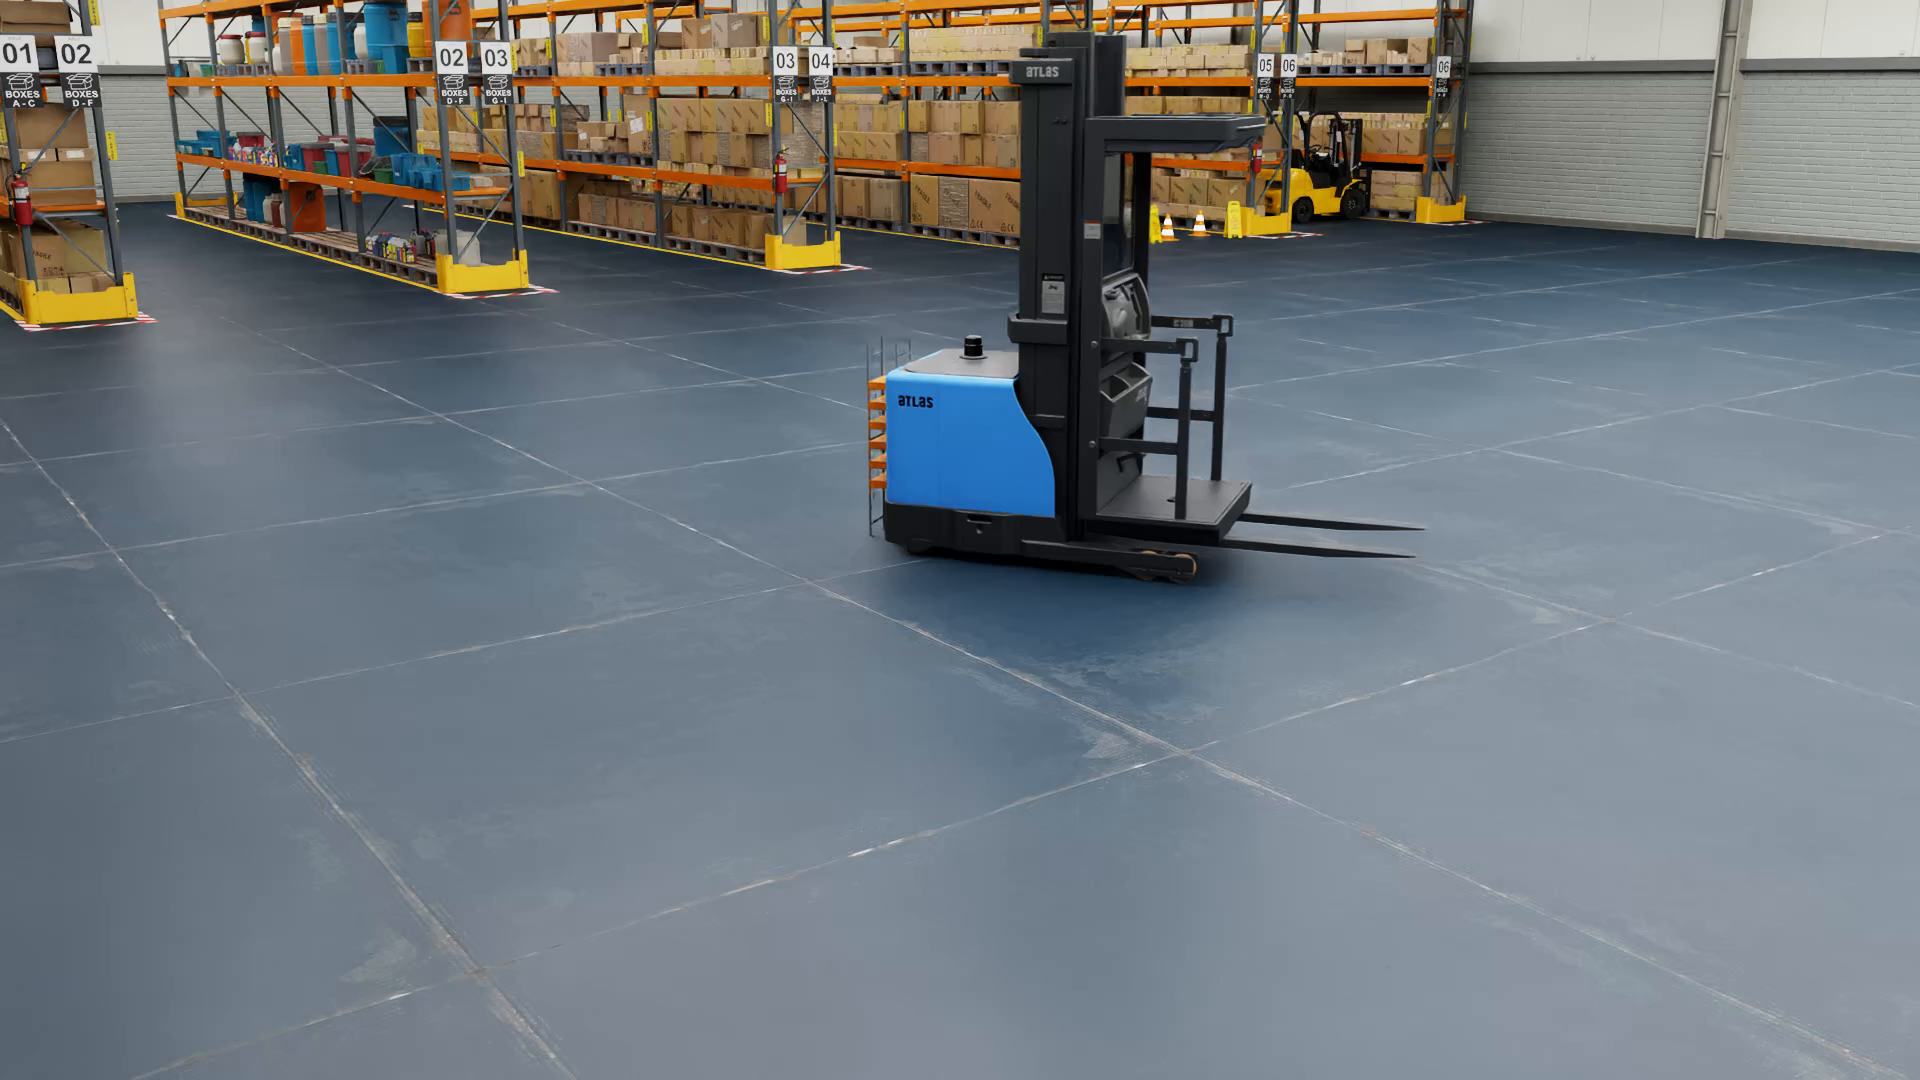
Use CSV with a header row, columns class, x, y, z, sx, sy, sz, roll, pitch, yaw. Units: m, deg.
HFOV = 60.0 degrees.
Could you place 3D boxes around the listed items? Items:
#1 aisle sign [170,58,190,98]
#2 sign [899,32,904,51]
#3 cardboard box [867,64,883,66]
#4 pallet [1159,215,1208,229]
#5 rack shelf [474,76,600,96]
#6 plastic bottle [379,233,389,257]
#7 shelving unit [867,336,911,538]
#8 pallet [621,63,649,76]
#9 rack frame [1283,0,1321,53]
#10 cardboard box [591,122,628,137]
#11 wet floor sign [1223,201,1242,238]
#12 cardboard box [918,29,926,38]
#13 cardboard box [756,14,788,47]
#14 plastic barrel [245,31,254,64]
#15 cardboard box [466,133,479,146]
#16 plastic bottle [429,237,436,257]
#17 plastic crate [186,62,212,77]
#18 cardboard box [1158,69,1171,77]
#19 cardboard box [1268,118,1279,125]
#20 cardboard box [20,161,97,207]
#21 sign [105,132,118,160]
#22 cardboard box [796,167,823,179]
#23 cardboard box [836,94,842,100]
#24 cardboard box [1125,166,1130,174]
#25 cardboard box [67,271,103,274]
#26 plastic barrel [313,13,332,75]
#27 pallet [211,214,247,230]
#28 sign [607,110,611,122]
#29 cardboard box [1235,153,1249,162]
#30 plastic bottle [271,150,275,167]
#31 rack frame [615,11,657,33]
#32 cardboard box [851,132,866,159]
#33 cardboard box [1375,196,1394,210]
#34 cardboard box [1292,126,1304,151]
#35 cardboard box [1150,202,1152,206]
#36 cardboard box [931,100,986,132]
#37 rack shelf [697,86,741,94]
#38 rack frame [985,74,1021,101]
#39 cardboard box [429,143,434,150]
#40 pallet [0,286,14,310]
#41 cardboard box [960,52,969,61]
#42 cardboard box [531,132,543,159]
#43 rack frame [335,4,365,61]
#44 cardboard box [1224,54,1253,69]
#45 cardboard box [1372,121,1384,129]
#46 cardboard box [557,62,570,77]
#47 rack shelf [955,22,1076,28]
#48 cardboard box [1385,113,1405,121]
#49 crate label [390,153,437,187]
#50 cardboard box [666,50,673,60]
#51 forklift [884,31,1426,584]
class,x,y,z,sx,sy,sz,roll,pitch,yaw
aisle sign,-16.030,-9.462,34.040,0.394,0.787,0.004,-11,19,-35
sign,-1.047,-8.955,29.855,0.100,0.325,0.005,-11,19,-35
cardboard box,-2.008,-11.411,39.673,0.396,0.266,0.258,-10,18,-33
pallet,4.476,-6.240,32.474,1.003,0.211,1.213,-11,19,-35
rack shelf,-8.213,-8.826,32.322,1.077,0.370,4.000,-11,19,-35
plastic bottle,-8.442,-4.334,24.412,0.144,0.351,0.185,-12,19,-37
shelving unit,-0.421,-0.614,10.046,0.189,1.200,0.258,5,16,19
pallet,-4.962,-7.950,28.113,1.213,0.211,1.003,-11,19,-35
rack frame,7.343,-11.648,35.588,1.000,3.000,0.127,-11,19,-35
cardboard box,-6.278,-7.337,30.217,0.700,0.500,0.500,-8,17,-26
wet floor sign,4.929,-5.787,29.997,0.267,0.644,0.232,-4,16,-15
cardboard box,-0.524,-8.969,29.464,0.380,0.149,0.250,-11,19,-35
cardboard box,-2.988,-7.829,25.618,0.500,0.500,0.500,-11,19,-35
plastic barrel,-12.695,-8.961,30.301,0.600,0.588,0.600,0,15,0
cardboard box,-9.861,-8.278,34.360,0.500,0.250,0.500,-11,19,-36
plastic bottle,-7.771,-4.324,24.503,0.061,0.283,0.133,-11,19,-35
plastic crate,-14.694,-9.107,32.211,0.437,0.282,0.530,-11,19,-35
cardboard box,4.003,-8.915,31.761,0.380,0.149,0.250,-11,19,-36
cardboard box,6.963,-9.154,36.422,0.380,0.149,0.250,-10,18,-33
cardboard box,-10.613,-4.204,19.564,0.700,0.500,0.500,-11,19,-35
sign,-9.896,-4.595,19.391,0.100,0.325,0.005,-11,19,-35
cardboard box,-2.308,-5.568,25.212,0.380,0.149,0.250,-11,19,-35
cardboard box,-2.862,-10.933,41.026,0.380,0.149,0.250,-11,19,-36
cardboard box,3.484,-7.330,32.940,0.380,0.149,0.250,-11,19,-34
cardboard box,-10.781,-3.186,20.446,0.500,0.250,0.500,-11,19,-35
plastic barrel,-9.551,-7.579,25.455,0.600,0.901,0.600,0,15,0
pallet,-13.859,-6.191,32.294,1.003,0.211,1.213,-11,19,-35
sign,-6.604,-7.906,31.235,0.100,0.325,0.005,-11,19,-35
cardboard box,5.290,-7.055,30.645,0.380,0.149,0.250,-10,18,-33
plastic bottle,-11.762,-6.544,28.523,0.061,0.283,0.133,-11,19,-35
rack frame,-7.670,-12.649,39.246,1.000,3.000,0.127,-11,19,-35
cardboard box,-1.731,-7.527,31.707,0.500,0.500,0.500,-11,19,-34
cardboard box,8.879,-6.936,34.147,0.500,0.250,0.500,-11,19,-35
cardboard box,7.393,-8.667,35.872,0.500,0.500,0.500,-12,19,-36
cardboard box,3.782,-6.579,32.846,0.500,0.250,0.500,-10,18,-31
cardboard box,-0.007,-7.603,29.843,0.875,0.550,0.550,-11,19,-35
rack shelf,-4.142,-9.574,35.056,1.077,0.370,4.000,-11,19,-35
rack frame,0.979,-8.837,36.683,1.000,3.000,0.127,-11,19,-35
cardboard box,-11.342,-8.595,36.271,0.380,0.149,0.250,-11,19,-35
pallet,-11.545,-3.126,21.098,1.003,0.211,1.213,-11,19,-35
cardboard box,0.220,-8.314,28.581,0.380,0.149,0.250,-11,19,-34
cardboard box,-7.816,-7.522,31.686,0.500,0.500,0.500,-11,19,-35
rack frame,-8.692,-8.570,24.341,1.000,3.000,0.127,-11,19,-35
cardboard box,5.164,-8.714,30.272,0.500,0.250,0.500,-11,19,-35
cardboard box,8.656,-8.511,34.073,0.380,0.149,0.250,-12,19,-36
cardboard box,-6.967,-8.534,30.175,0.500,0.250,0.500,-10,18,-34
rack shelf,1.464,-13.435,43.485,1.077,0.370,4.000,-11,19,-35
cardboard box,8.882,-8.613,33.881,0.380,0.149,0.250,-11,19,-34
crate label,-7.641,-5.190,23.290,0.502,0.435,0.616,-11,19,-35
cardboard box,-4.532,-7.848,26.916,0.380,0.149,0.250,-12,19,-37
forklift,1.129,-1.329,9.380,3.031,2.935,1.130,5,16,19
